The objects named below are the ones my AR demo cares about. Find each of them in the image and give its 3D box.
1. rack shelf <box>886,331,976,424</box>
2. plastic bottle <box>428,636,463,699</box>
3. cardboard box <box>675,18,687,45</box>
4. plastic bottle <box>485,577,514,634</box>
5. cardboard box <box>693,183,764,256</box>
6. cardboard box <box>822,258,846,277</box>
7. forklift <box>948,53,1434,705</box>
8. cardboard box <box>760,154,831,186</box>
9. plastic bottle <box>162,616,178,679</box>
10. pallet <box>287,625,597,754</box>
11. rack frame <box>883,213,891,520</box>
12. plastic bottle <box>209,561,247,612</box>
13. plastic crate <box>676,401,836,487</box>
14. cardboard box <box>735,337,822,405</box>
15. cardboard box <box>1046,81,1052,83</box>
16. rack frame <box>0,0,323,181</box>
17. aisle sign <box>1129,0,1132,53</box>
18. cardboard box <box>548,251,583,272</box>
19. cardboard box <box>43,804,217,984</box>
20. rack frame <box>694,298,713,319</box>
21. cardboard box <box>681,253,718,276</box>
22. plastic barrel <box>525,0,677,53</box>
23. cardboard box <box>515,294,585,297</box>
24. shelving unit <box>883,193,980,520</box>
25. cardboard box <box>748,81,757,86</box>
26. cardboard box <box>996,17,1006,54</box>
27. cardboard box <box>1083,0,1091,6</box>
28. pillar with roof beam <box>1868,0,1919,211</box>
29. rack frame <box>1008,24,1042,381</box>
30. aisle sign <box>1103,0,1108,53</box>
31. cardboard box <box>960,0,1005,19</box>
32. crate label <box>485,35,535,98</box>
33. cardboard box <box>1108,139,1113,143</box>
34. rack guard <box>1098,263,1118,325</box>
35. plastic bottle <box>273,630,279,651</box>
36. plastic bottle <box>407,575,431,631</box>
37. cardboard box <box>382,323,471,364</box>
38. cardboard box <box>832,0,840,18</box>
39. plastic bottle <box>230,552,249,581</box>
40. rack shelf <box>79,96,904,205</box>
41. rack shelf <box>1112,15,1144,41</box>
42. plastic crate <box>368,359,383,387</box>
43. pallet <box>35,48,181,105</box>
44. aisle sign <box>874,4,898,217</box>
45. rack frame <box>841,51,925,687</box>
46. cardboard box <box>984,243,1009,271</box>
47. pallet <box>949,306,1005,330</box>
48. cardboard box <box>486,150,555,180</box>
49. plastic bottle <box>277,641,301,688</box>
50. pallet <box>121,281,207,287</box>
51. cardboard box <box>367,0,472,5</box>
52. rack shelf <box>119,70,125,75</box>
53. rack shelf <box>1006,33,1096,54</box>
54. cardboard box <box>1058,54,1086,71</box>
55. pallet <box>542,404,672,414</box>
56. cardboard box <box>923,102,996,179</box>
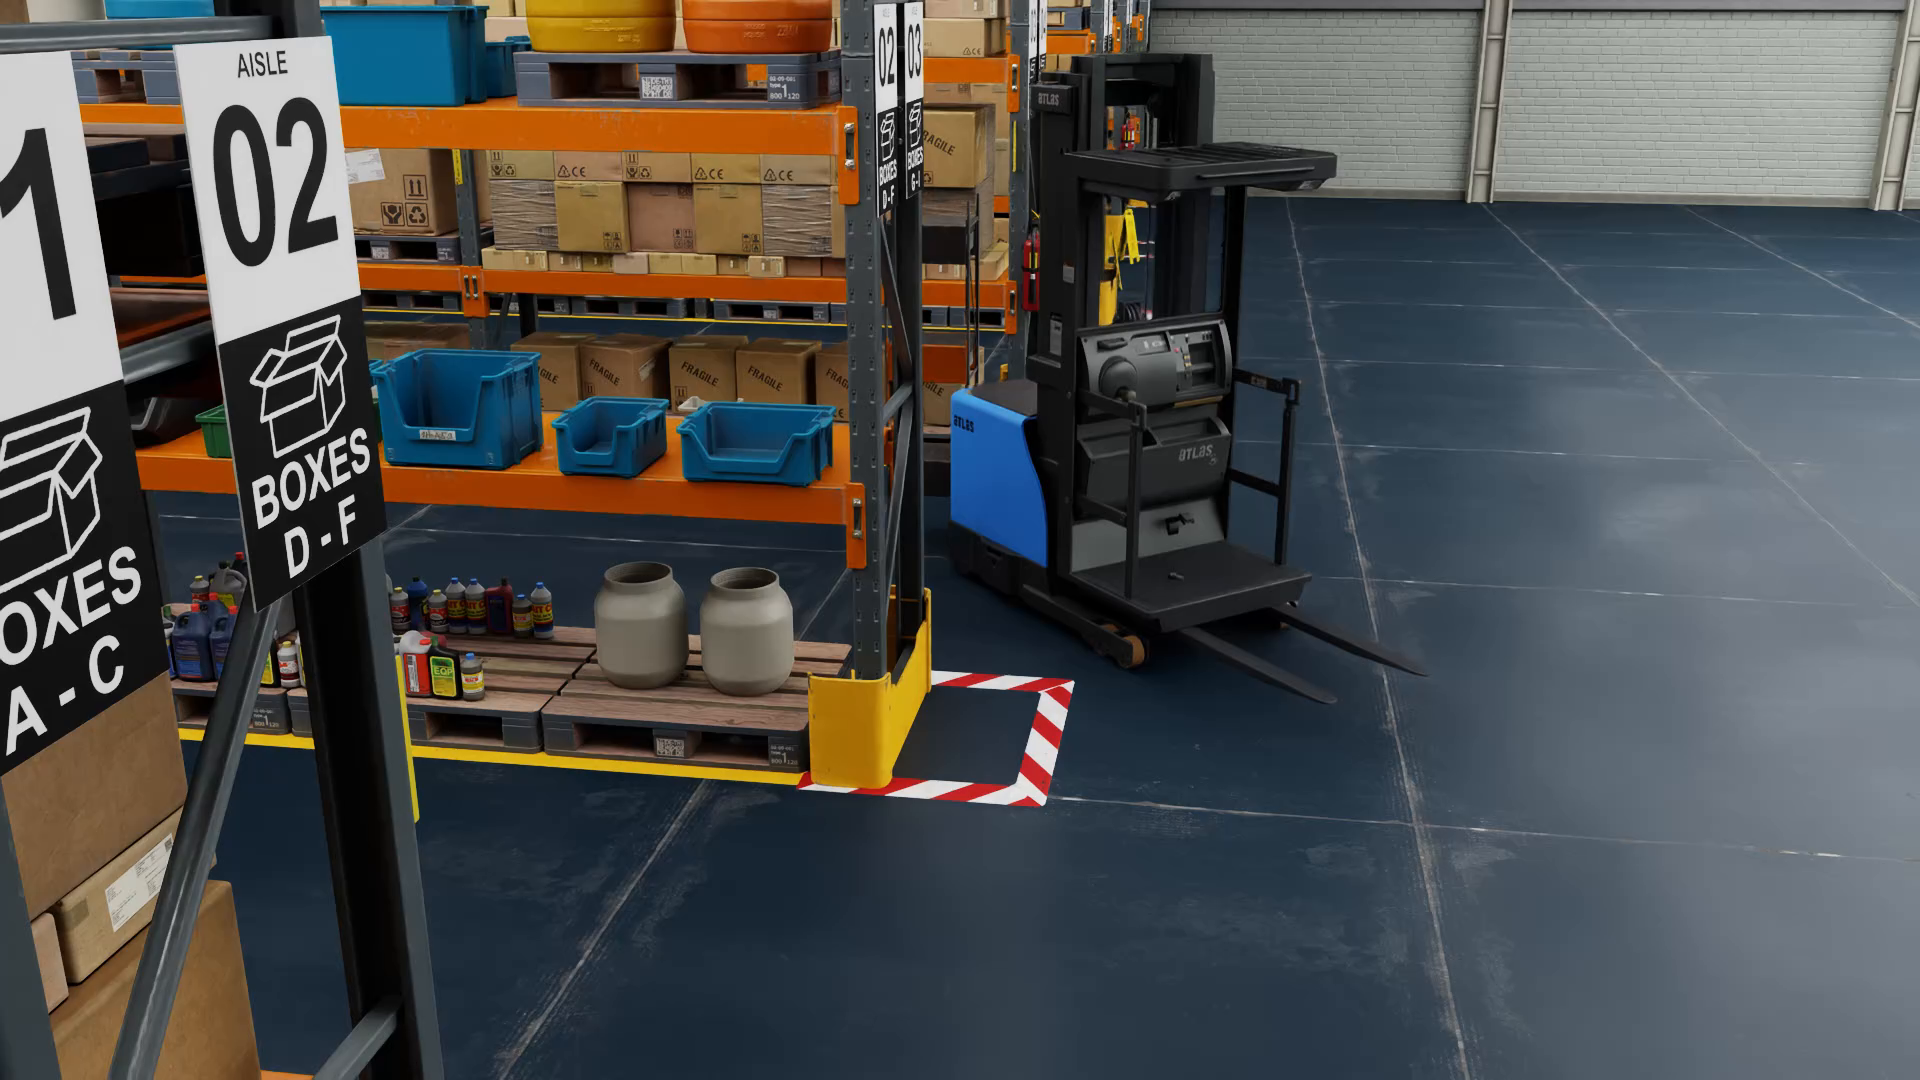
[{"bbox_3d":[-0.163,-0.991,9.999,0.480,0.518,0.431,3,19,9],"label":"rack shelf"},{"bbox_3d":[-2.312,0.569,7.463,0.133,0.283,0.061,3,19,10],"label":"plastic bottle"},{"bbox_3d":[-2.059,-3.503,11.556,0.500,0.250,0.500,2,19,6],"label":"cardboard box"},{"bbox_3d":[-2.272,0.318,8.212,0.133,0.283,0.061,3,19,10],"label":"plastic bottle"},{"bbox_3d":[-1.556,-2.387,12.083,0.500,0.500,0.875,3,19,9],"label":"cardboard box"},{"bbox_3d":[-0.826,-1.990,11.919,0.250,0.149,0.380,3,19,9],"label":"cardboard box"},{"bbox_3d":[1.132,-0.912,8.409,1.130,2.935,3.031,-11,21,-30],"label":"forklift"},{"bbox_3d":[-1.096,-2.769,11.650,0.500,0.500,0.500,3,19,9],"label":"cardboard box"},{"bbox_3d":[-3.692,0.487,7.718,0.135,0.276,0.152,4,19,11],"label":"plastic bottle"},{"bbox_3d":[-2.396,0.673,7.958,1.213,0.211,1.003,3,19,9],"label":"pallet"},{"bbox_3d":[-0.404,-1.016,10.032,0.015,2.100,0.400,3,19,9],"label":"rack frame"},{"bbox_3d":[-3.602,0.278,8.226,0.185,0.351,0.144,3,19,9],"label":"plastic bottle"},{"bbox_3d":[-0.853,-0.416,7.054,0.616,0.251,0.499,3,19,9],"label":"plastic crate"},{"bbox_3d":[-1.350,-1.214,12.482,0.500,0.500,0.500,5,19,14],"label":"cardboard box"},{"bbox_3d":[1.001,-4.270,16.399,0.550,0.550,0.875,3,19,9],"label":"cardboard box"},{"bbox_3d":[-1.100,-1.849,1.646,0.127,3.000,1.000,3,19,9],"label":"rack frame"},{"bbox_3d":[2.157,-6.539,21.020,0.004,0.787,0.394,3,19,9],"label":"aisle sign"},{"bbox_3d":[-2.814,-2.064,12.139,0.250,0.149,0.380,3,19,9],"label":"cardboard box"},{"bbox_3d":[-1.454,0.554,2.740,0.250,0.149,0.380,3,19,8],"label":"cardboard box"},{"bbox_3d":[-2.588,-3.857,17.104,0.127,3.000,1.000,3,19,9],"label":"rack frame"},{"bbox_3d":[-1.827,-2.013,11.987,0.250,0.149,0.380,3,19,9],"label":"cardboard box"},{"bbox_3d":[-1.457,-2.284,6.716,0.600,0.588,0.600,0,18,0],"label":"plastic barrel"},{"bbox_3d":[-4.167,-3.042,17.552,0.750,0.750,1.050,3,19,9],"label":"cardboard box"},{"bbox_3d":[-0.163,-1.004,9.995,0.503,2.100,0.431,3,19,9],"label":"shelving unit"},{"bbox_3d":[-2.230,-4.411,16.821,0.550,0.550,0.875,3,19,9],"label":"cardboard box"},{"bbox_3d":[0.040,-3.564,11.735,0.500,0.250,0.500,3,19,10],"label":"cardboard box"},{"bbox_3d":[1.498,-6.645,20.477,0.500,0.250,0.500,3,19,8],"label":"cardboard box"},{"bbox_3d":[13.451,-7.977,19.961,0.400,9.000,9.100,3,19,9],"label":"pillar with roof beam"},{"bbox_3d":[0.474,-2.107,11.873,0.127,3.000,1.000,3,19,9],"label":"rack frame"},{"bbox_3d":[1.383,-4.791,15.798,0.004,0.787,0.394,3,19,9],"label":"aisle sign"},{"bbox_3d":[0.151,-3.564,11.107,0.250,0.149,0.380,3,19,9],"label":"cardboard box"},{"bbox_3d":[-2.107,-2.105,7.374,0.408,0.251,0.502,3,19,9],"label":"crate label"},{"bbox_3d":[2.326,-6.062,25.788,0.500,0.250,0.500,4,19,10],"label":"cardboard box"},{"bbox_3d":[1.385,-2.469,16.895,0.348,0.500,1.175,3,19,9],"label":"rack guard"},{"bbox_3d":[-3.192,0.504,7.675,0.097,0.271,0.097,0,18,0],"label":"plastic bottle"},{"bbox_3d":[-2.689,0.309,8.260,0.097,0.271,0.097,0,18,0],"label":"plastic bottle"},{"bbox_3d":[-4.078,-1.369,12.914,0.500,0.500,0.700,1,19,4],"label":"cardboard box"},{"bbox_3d":[-0.851,-3.650,11.364,0.250,0.149,0.380,3,19,9],"label":"cardboard box"},{"bbox_3d":[-3.579,0.233,8.361,0.185,0.351,0.144,2,19,7],"label":"plastic bottle"},{"bbox_3d":[-2.286,-1.737,7.175,4.000,0.370,1.077,3,19,9],"label":"rack shelf"},{"bbox_3d":[0.855,-7.949,25.739,4.000,0.370,1.077,3,19,9],"label":"rack shelf"},{"bbox_3d":[-3.125,-0.716,7.949,0.616,0.251,0.499,3,19,9],"label":"plastic crate"},{"bbox_3d":[-3.533,-2.084,7.374,1.003,0.211,1.213,3,19,9],"label":"pallet"},{"bbox_3d":[-0.287,-1.691,6.534,0.004,0.787,0.394,3,19,9],"label":"aisle sign"},{"bbox_3d":[-0.311,-0.555,7.236,0.127,3.000,1.000,3,19,9],"label":"rack frame"},{"bbox_3d":[0.231,-2.077,12.179,0.250,0.149,0.380,3,19,9],"label":"cardboard box"},{"bbox_3d":[0.559,-2.349,16.991,1.213,0.211,1.003,3,19,9],"label":"pallet"},{"bbox_3d":[-3.071,-2.869,11.947,0.500,0.500,0.500,3,19,9],"label":"cardboard box"},{"bbox_3d":[-3.067,0.563,7.609,0.097,0.201,0.097,0,18,0],"label":"plastic bottle"},{"bbox_3d":[-8.510,-2.838,18.452,1.213,0.211,1.003,3,19,9],"label":"pallet"},{"bbox_3d":[-3.923,-4.034,12.079,0.637,0.503,0.797,2,19,6],"label":"cardboard box"},{"bbox_3d":[-5.450,-3.490,12.414,4.000,0.370,1.077,3,19,9],"label":"rack shelf"},{"bbox_3d":[-0.614,-4.838,16.441,4.000,0.370,1.077,3,19,9],"label":"rack shelf"},{"bbox_3d":[1.507,-5.832,20.803,0.500,0.500,0.700,2,19,7],"label":"cardboard box"},{"bbox_3d":[-2.806,-0.963,12.849,1.213,0.211,1.003,3,19,9],"label":"pallet"},{"bbox_3d":[-0.025,-2.883,11.989,0.500,0.500,0.500,3,19,9],"label":"cardboard box"}]
